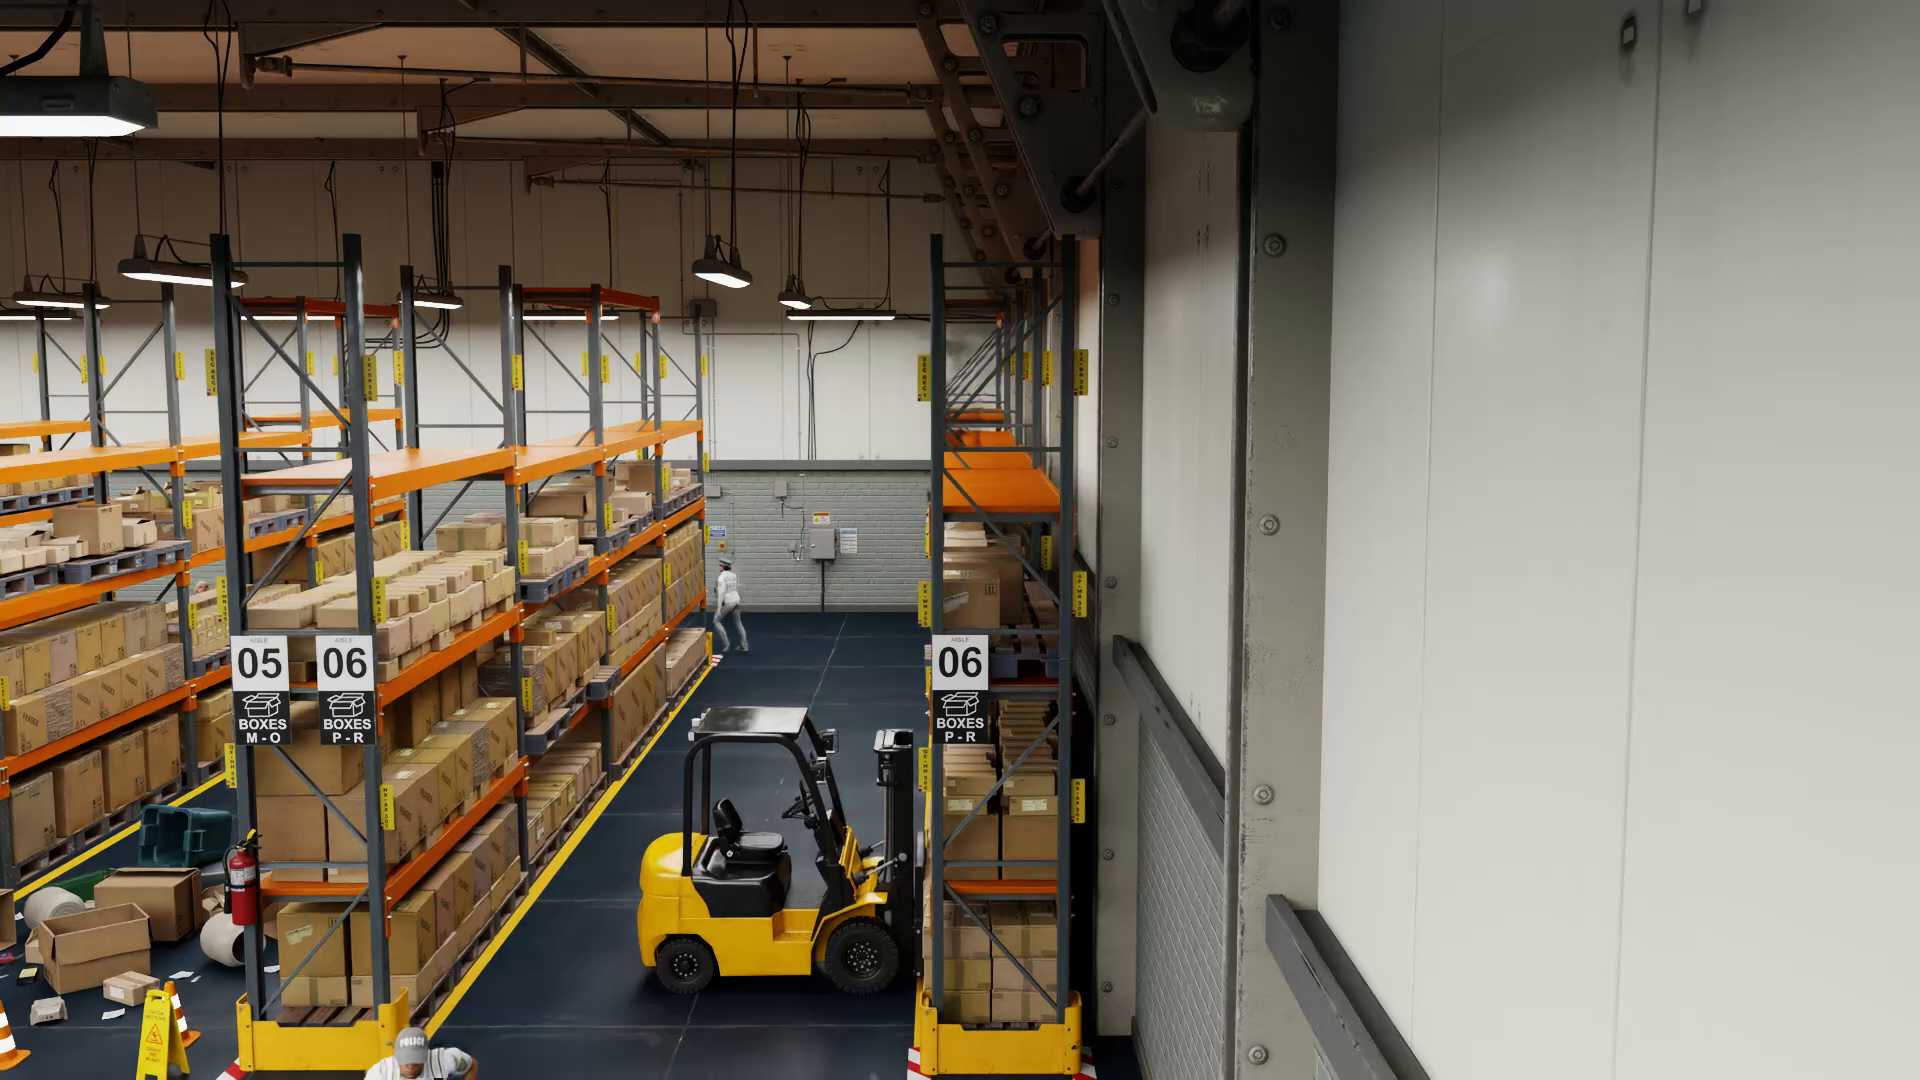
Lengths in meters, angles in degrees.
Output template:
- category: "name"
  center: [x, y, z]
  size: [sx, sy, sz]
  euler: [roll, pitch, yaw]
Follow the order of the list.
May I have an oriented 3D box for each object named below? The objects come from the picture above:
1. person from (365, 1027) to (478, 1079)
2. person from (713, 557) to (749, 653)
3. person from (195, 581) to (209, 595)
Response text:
- category: "person"
  center: [-3.019, 3.382, 9.306]
  size: [0.639, 1.627, 1.027]
  euler: [-2, 7, -19]
- category: "person"
  center: [-4.027, 1.157, 28.996]
  size: [0.576, 1.703, 0.541]
  euler: [4, 7, 33]
- category: "person"
  center: [-11.453, 1.500, 25.308]
  size: [0.719, 1.785, 1.004]
  euler: [0, 6, 3]
